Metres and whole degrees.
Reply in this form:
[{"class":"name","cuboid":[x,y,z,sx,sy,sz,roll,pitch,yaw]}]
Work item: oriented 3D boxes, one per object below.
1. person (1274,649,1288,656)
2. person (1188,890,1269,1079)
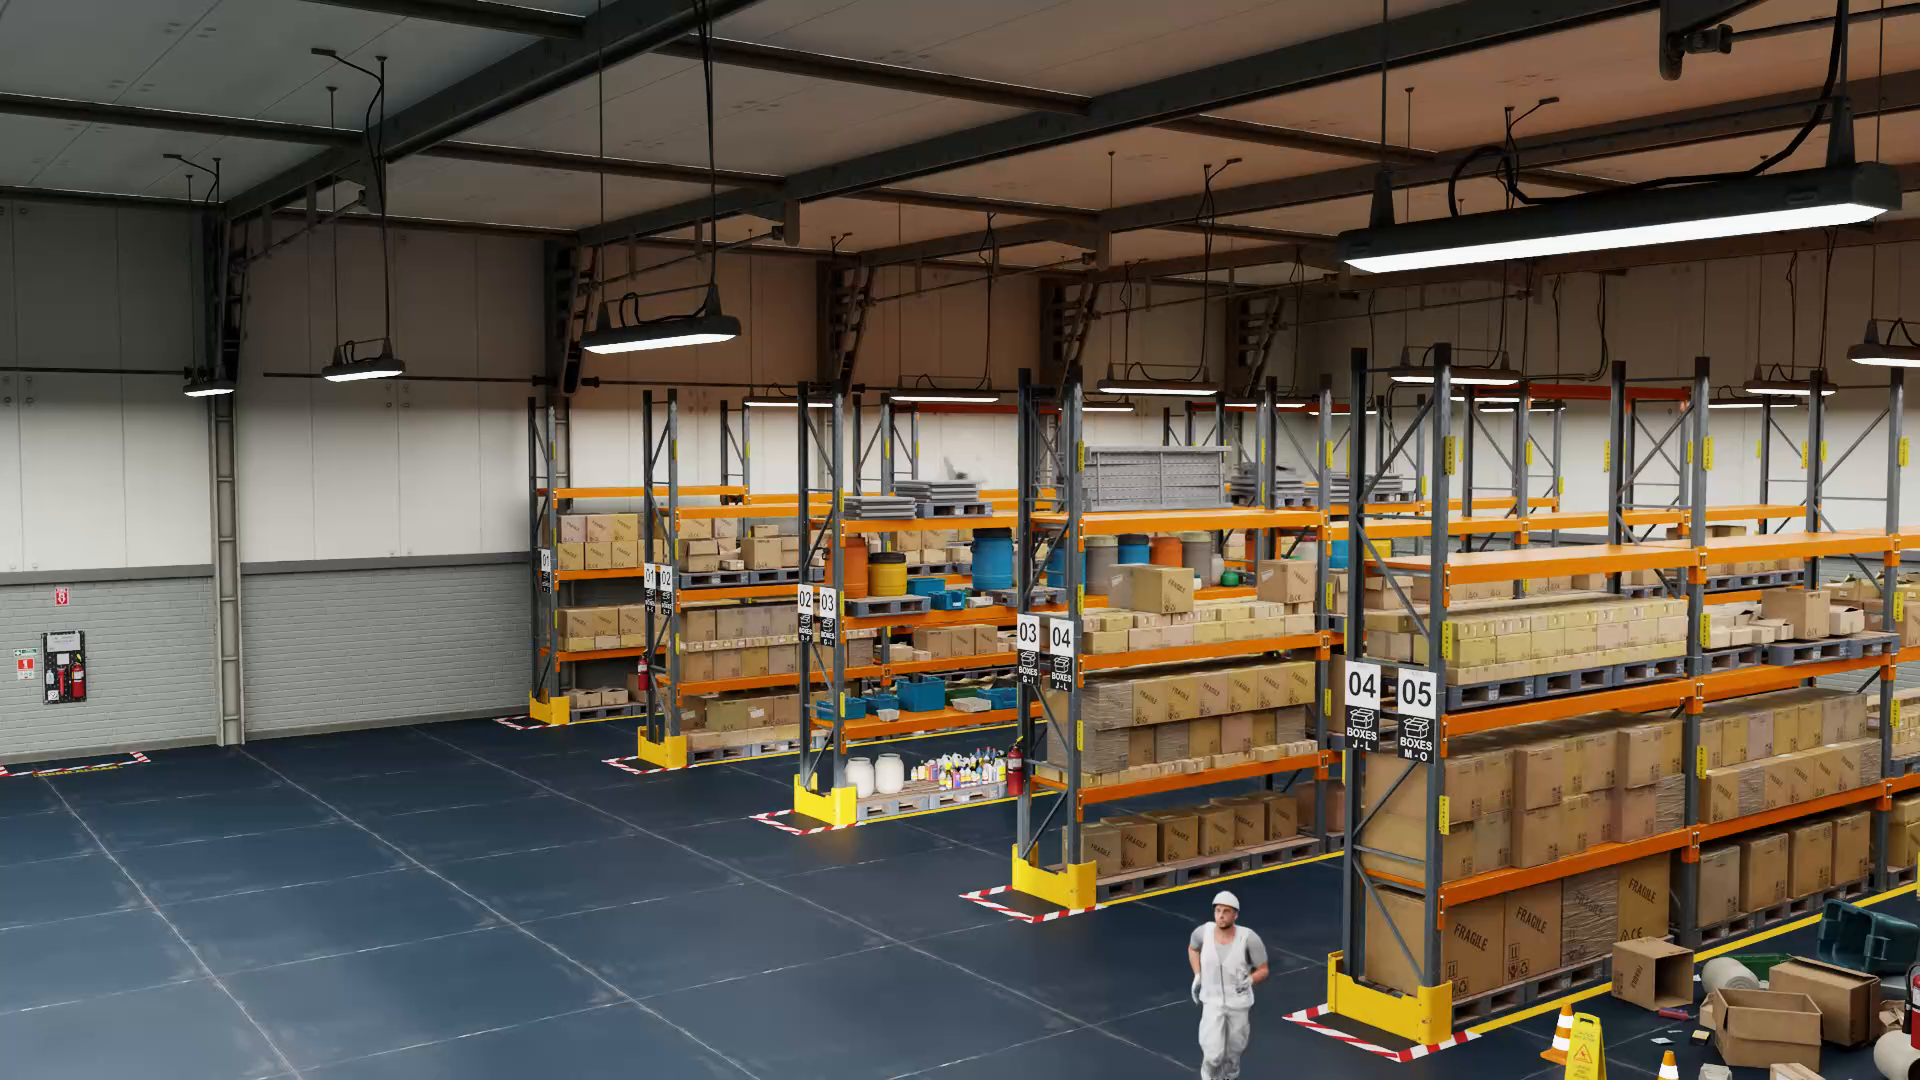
[{"class":"person","cuboid":[6.006,2.418,31.903,0.698,1.720,0.576,3,4,41]},{"class":"person","cuboid":[2.011,3.543,12.541,0.620,1.806,0.709,1,3,12]}]
